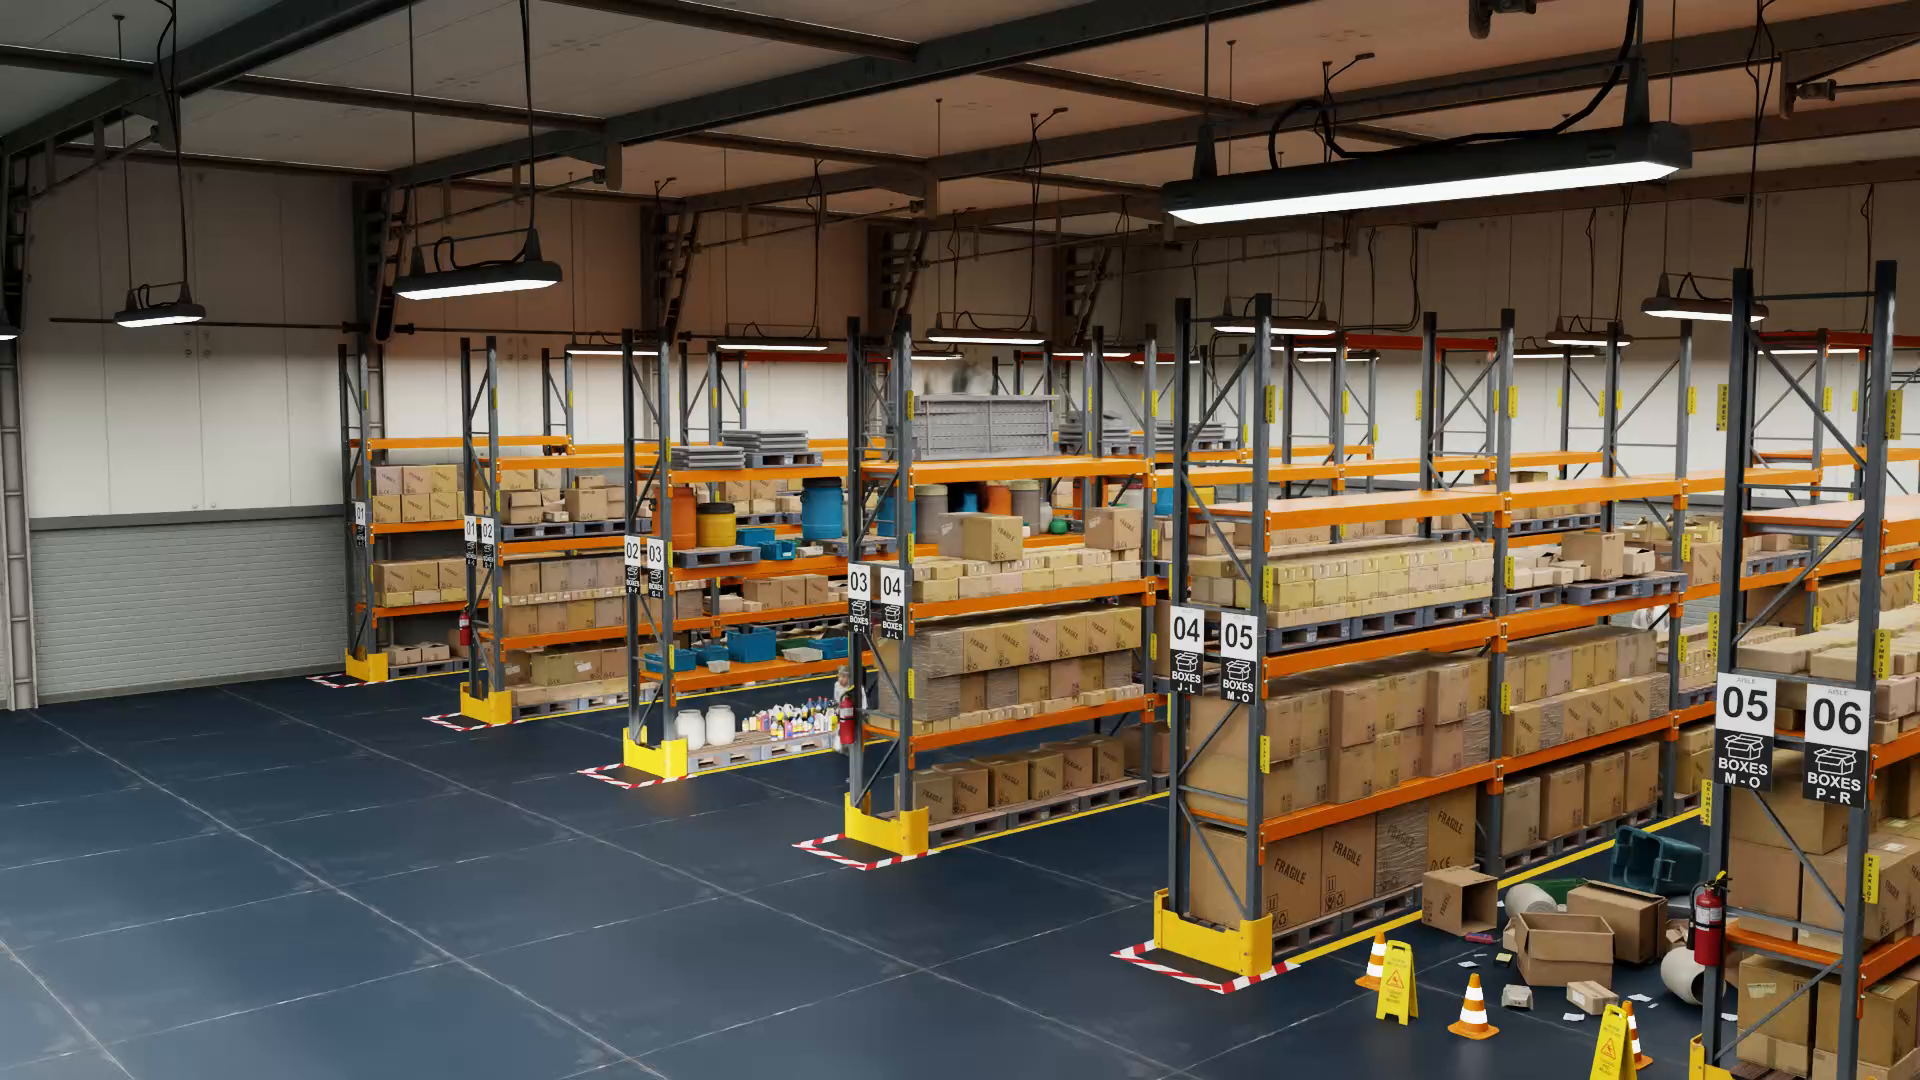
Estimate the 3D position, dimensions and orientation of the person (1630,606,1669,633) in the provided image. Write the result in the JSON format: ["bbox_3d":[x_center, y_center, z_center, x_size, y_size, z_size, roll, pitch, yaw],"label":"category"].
[{"bbox_3d":[11.823,1.767,28.436,0.739,1.724,0.612,4,6,35],"label":"person"}]

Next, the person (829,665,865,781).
[{"bbox_3d":[-1.503,2.405,21.803,0.581,1.610,0.755,2,6,24],"label":"person"}]
